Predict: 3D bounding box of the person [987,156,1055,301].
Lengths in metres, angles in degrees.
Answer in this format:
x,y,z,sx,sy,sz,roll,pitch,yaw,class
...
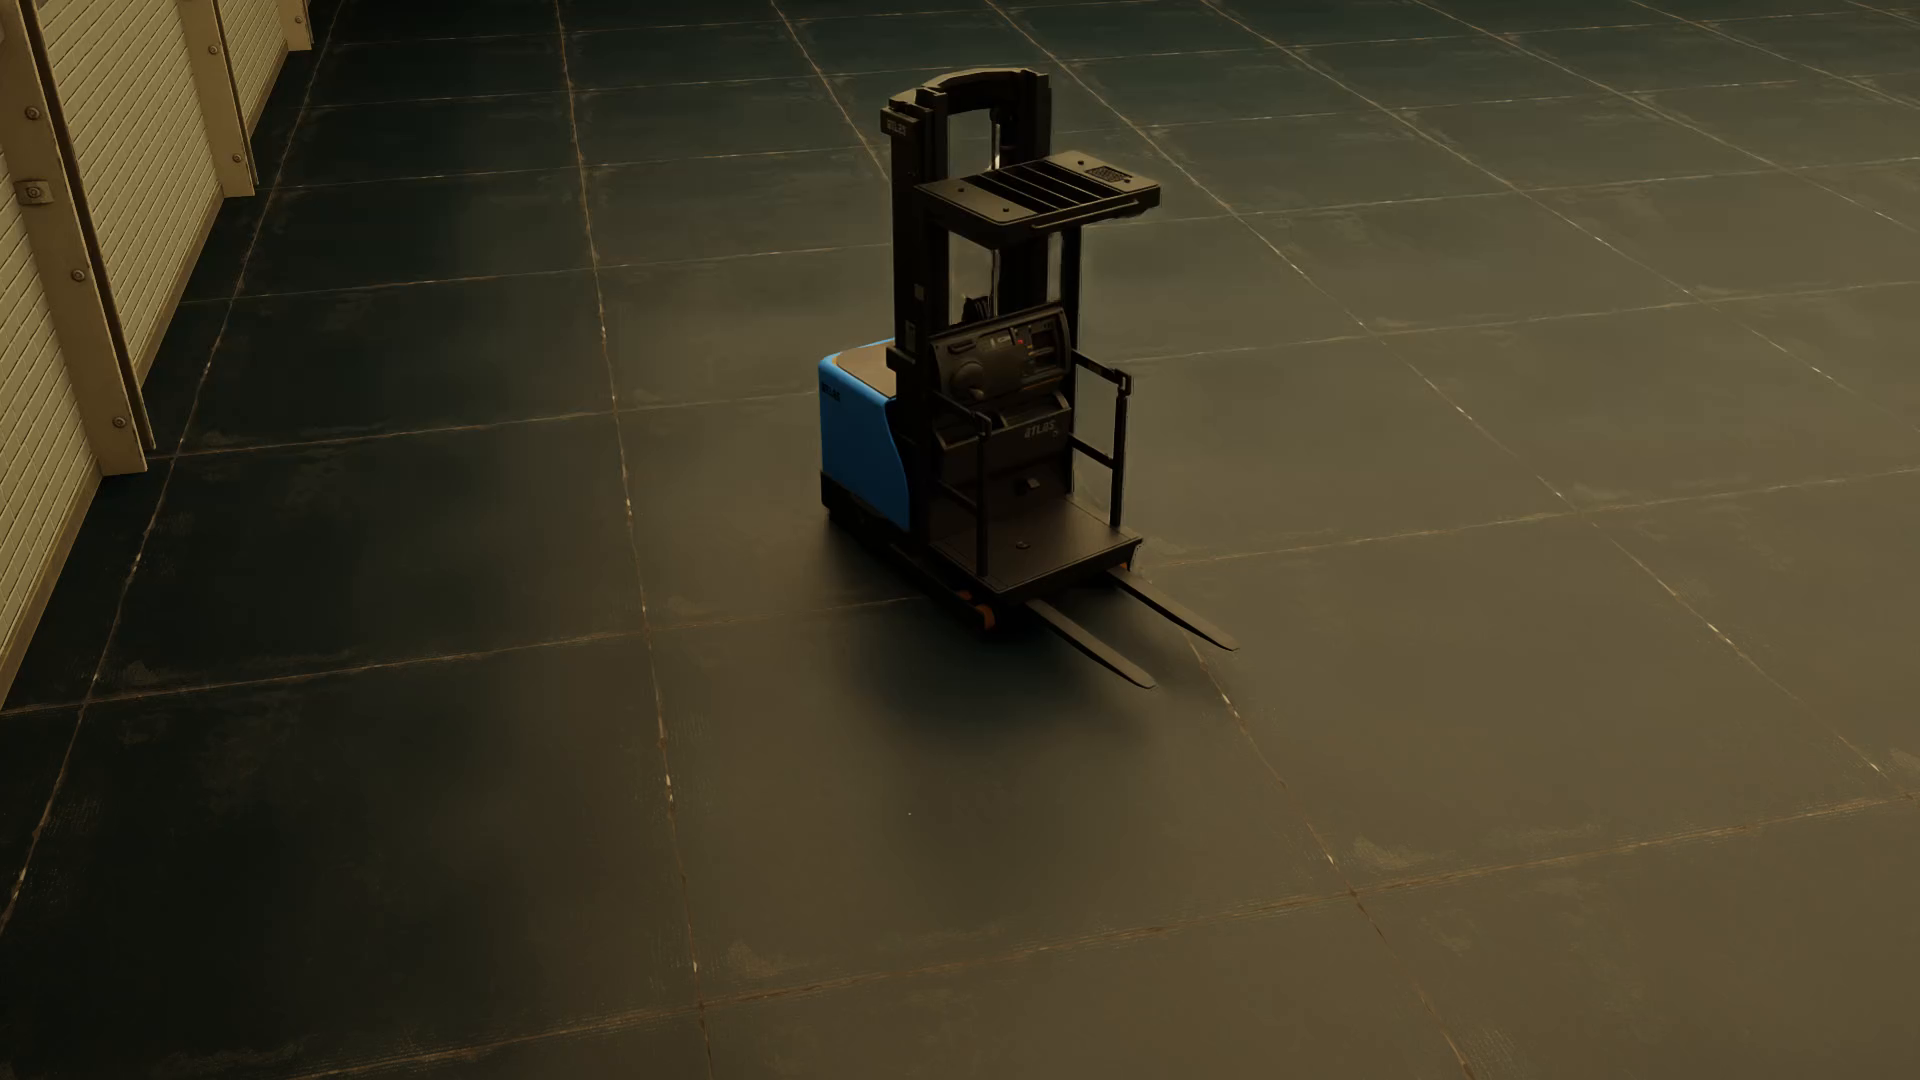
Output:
x,y,z,sx,sy,sz,roll,pitch,yaw,class
0.443,-2.474,12.974,0.638,1.790,0.561,-7,31,-12,person

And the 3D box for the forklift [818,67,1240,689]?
x,y,z,sx,sy,sz,roll,pitch,yaw,class
0.370,-1.011,9.320,1.130,2.935,3.031,-20,35,-30,forklift
